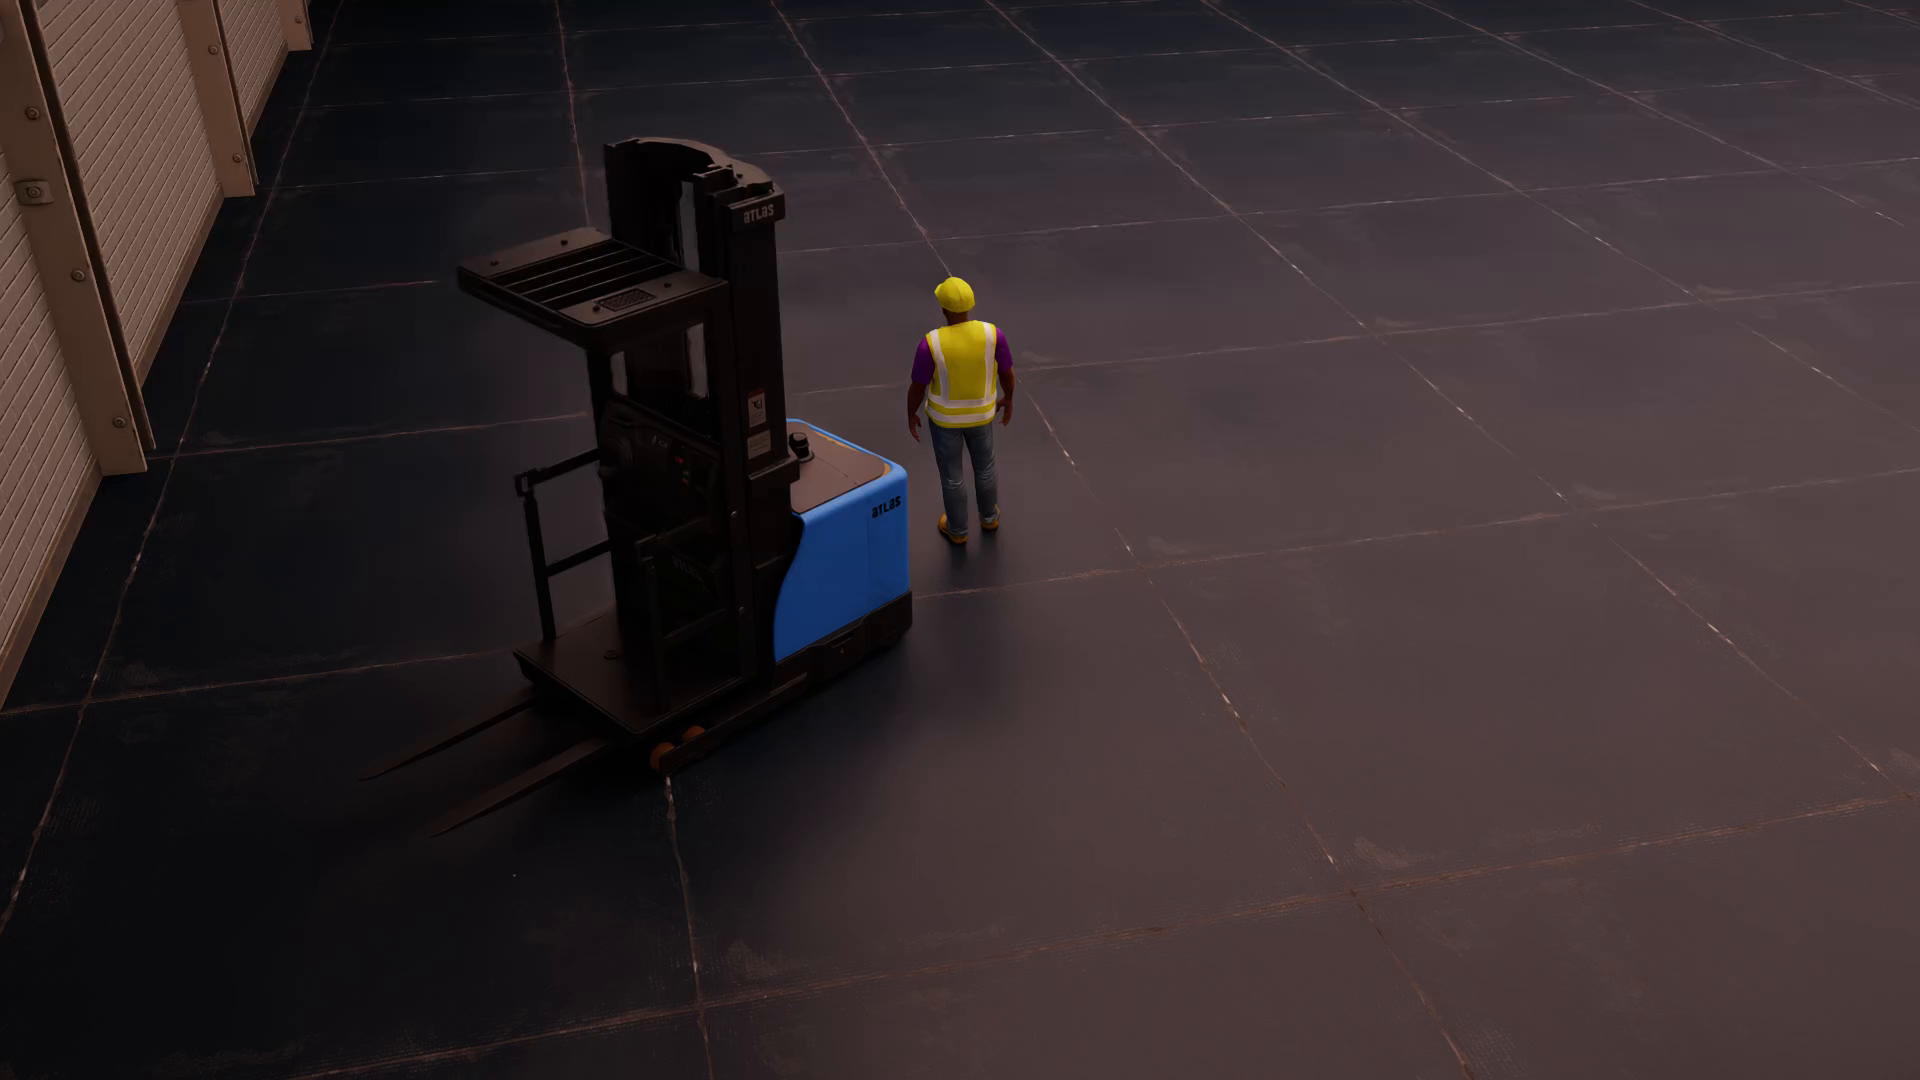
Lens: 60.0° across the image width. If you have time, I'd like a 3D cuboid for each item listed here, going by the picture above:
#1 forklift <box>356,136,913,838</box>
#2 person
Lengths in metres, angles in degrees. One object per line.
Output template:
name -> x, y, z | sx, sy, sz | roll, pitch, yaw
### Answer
forklift -> -1.653, -0.365, 8.205 | 1.130, 2.935, 3.031 | 26, 39, 37
person -> -0.012, -0.805, 10.114 | 0.665, 1.769, 0.574 | -7, 31, -12
